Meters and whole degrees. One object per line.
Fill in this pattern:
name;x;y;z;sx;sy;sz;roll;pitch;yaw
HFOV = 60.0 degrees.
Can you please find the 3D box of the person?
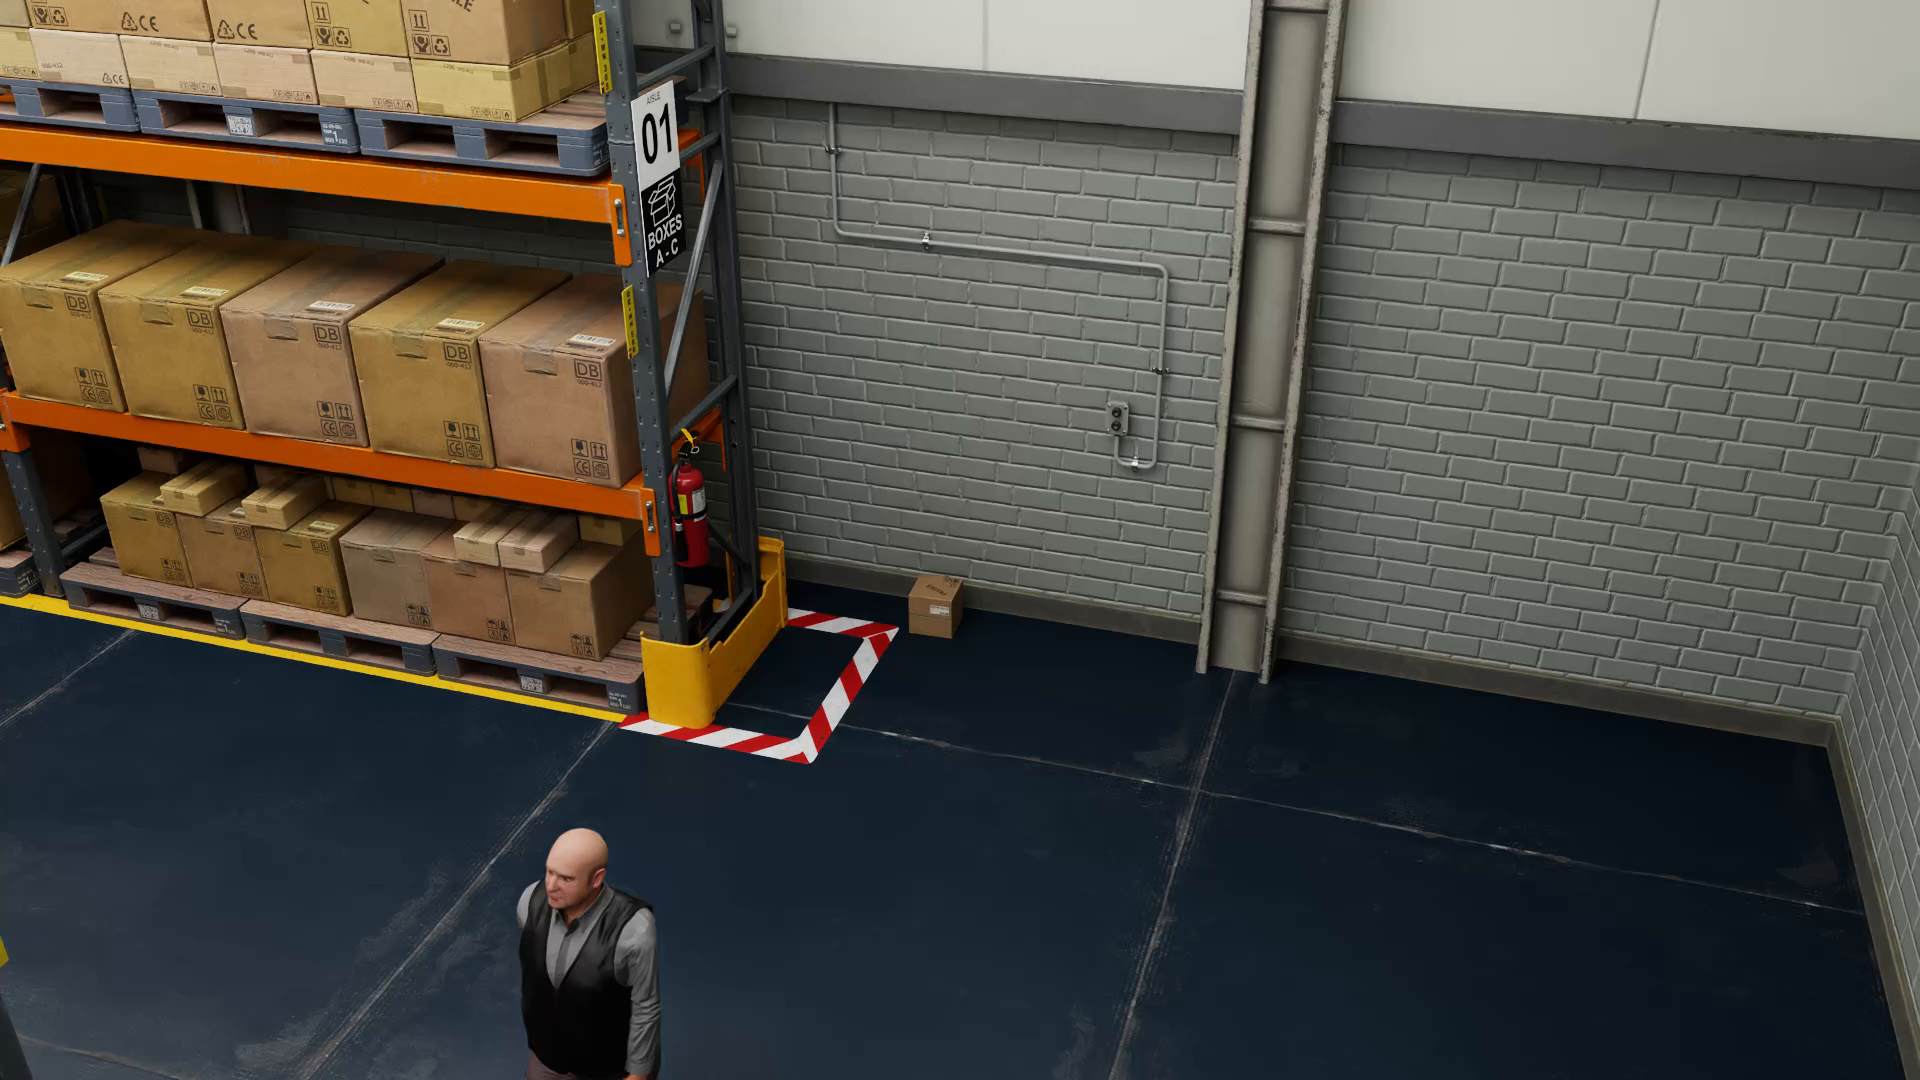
person;-1.208;1.743;5.486;0.537;1.686;0.513;8;30;14
